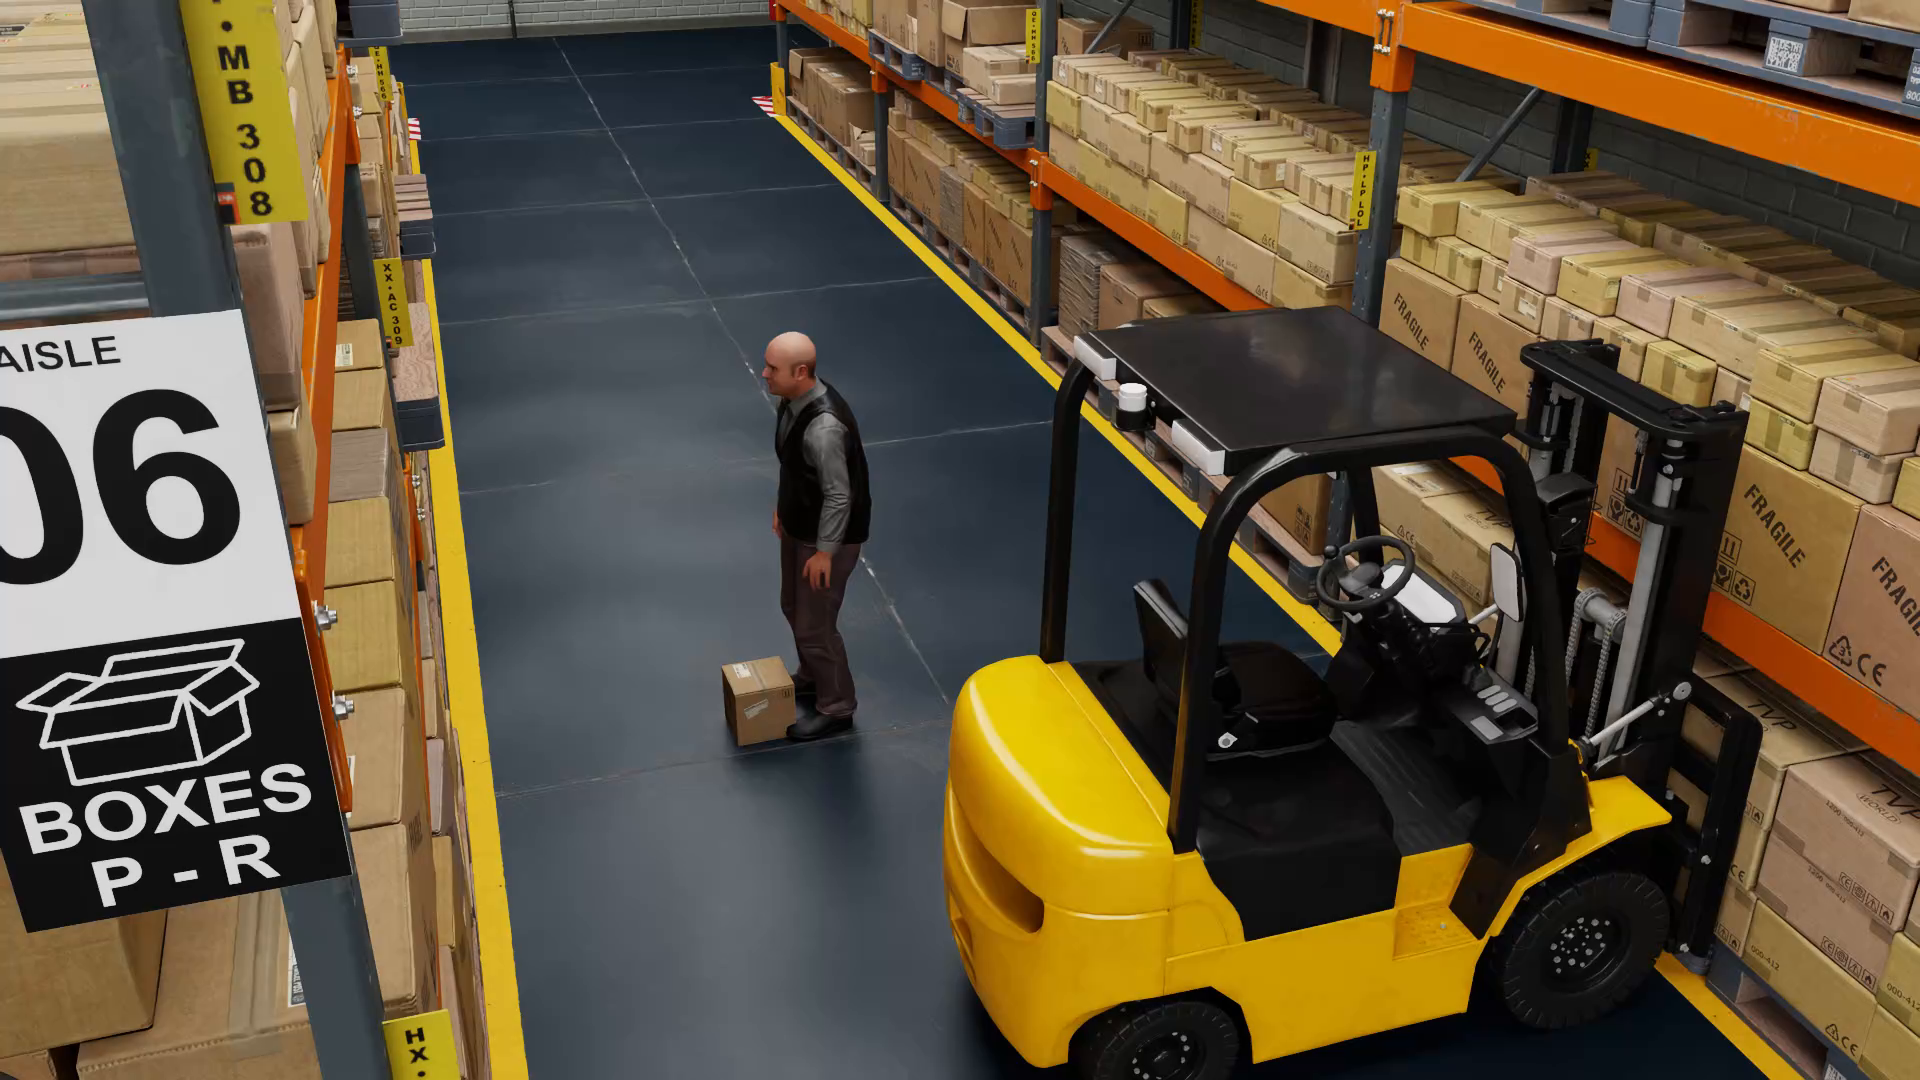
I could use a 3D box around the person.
[{"bbox_3d":[-0.572,-0.029,6.697,0.412,1.722,0.591,-9,28,-18],"label":"person"}]
